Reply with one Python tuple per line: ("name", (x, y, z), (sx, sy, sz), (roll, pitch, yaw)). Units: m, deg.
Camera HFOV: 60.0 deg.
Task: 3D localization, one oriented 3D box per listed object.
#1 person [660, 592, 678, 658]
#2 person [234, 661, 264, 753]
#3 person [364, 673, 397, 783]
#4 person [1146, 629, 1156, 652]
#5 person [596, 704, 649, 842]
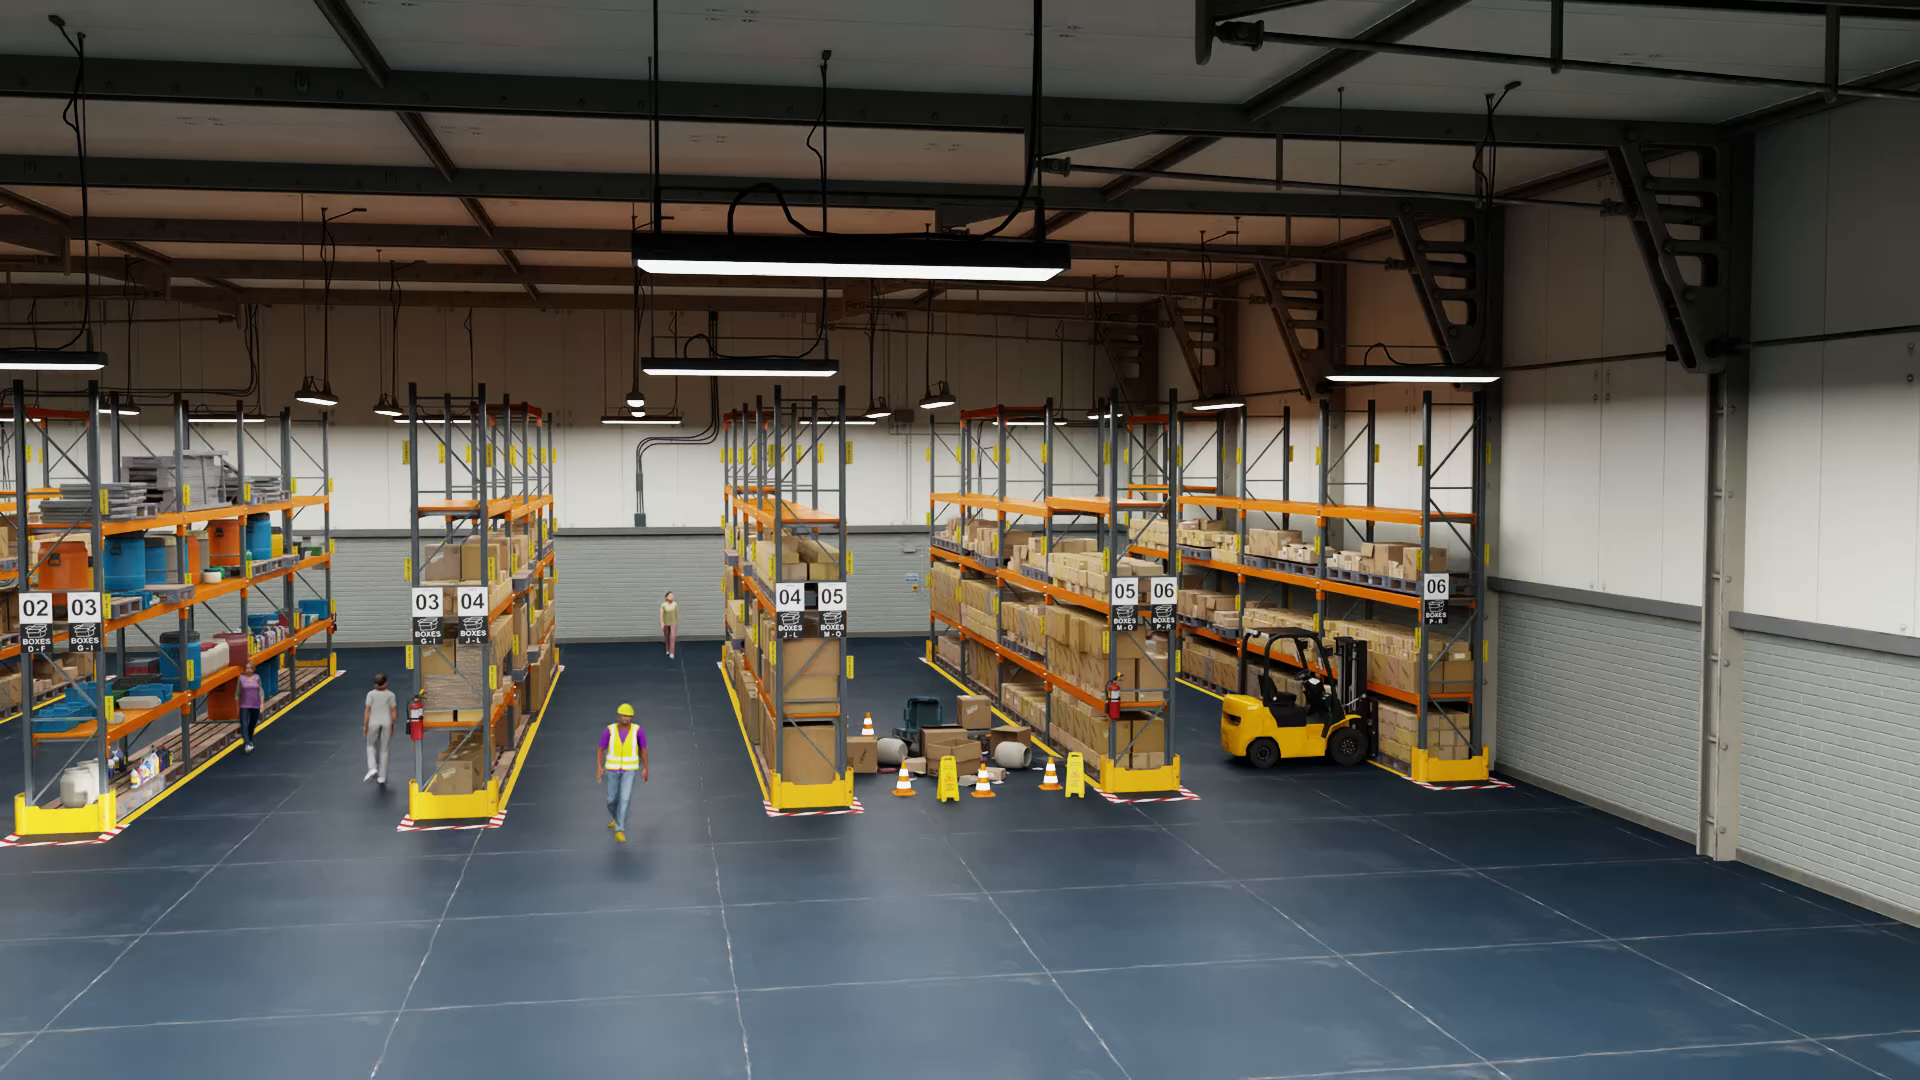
("person", (-7.217, 2.087, 41.194), (0.438, 1.603, 1.060), (0, 3, -7))
("person", (-11.904, 2.795, 27.897), (0.437, 1.535, 1.017), (-2, 4, -39))
("person", (-8.867, 2.864, 25.439), (0.492, 1.661, 0.473), (-1, 3, -19))
("person", (3.707, 2.565, 32.813), (0.429, 1.627, 0.621), (-1, 3, -16))
("person", (-4.440, 3.028, 21.881), (0.677, 1.738, 0.848), (-1, 3, -12))
